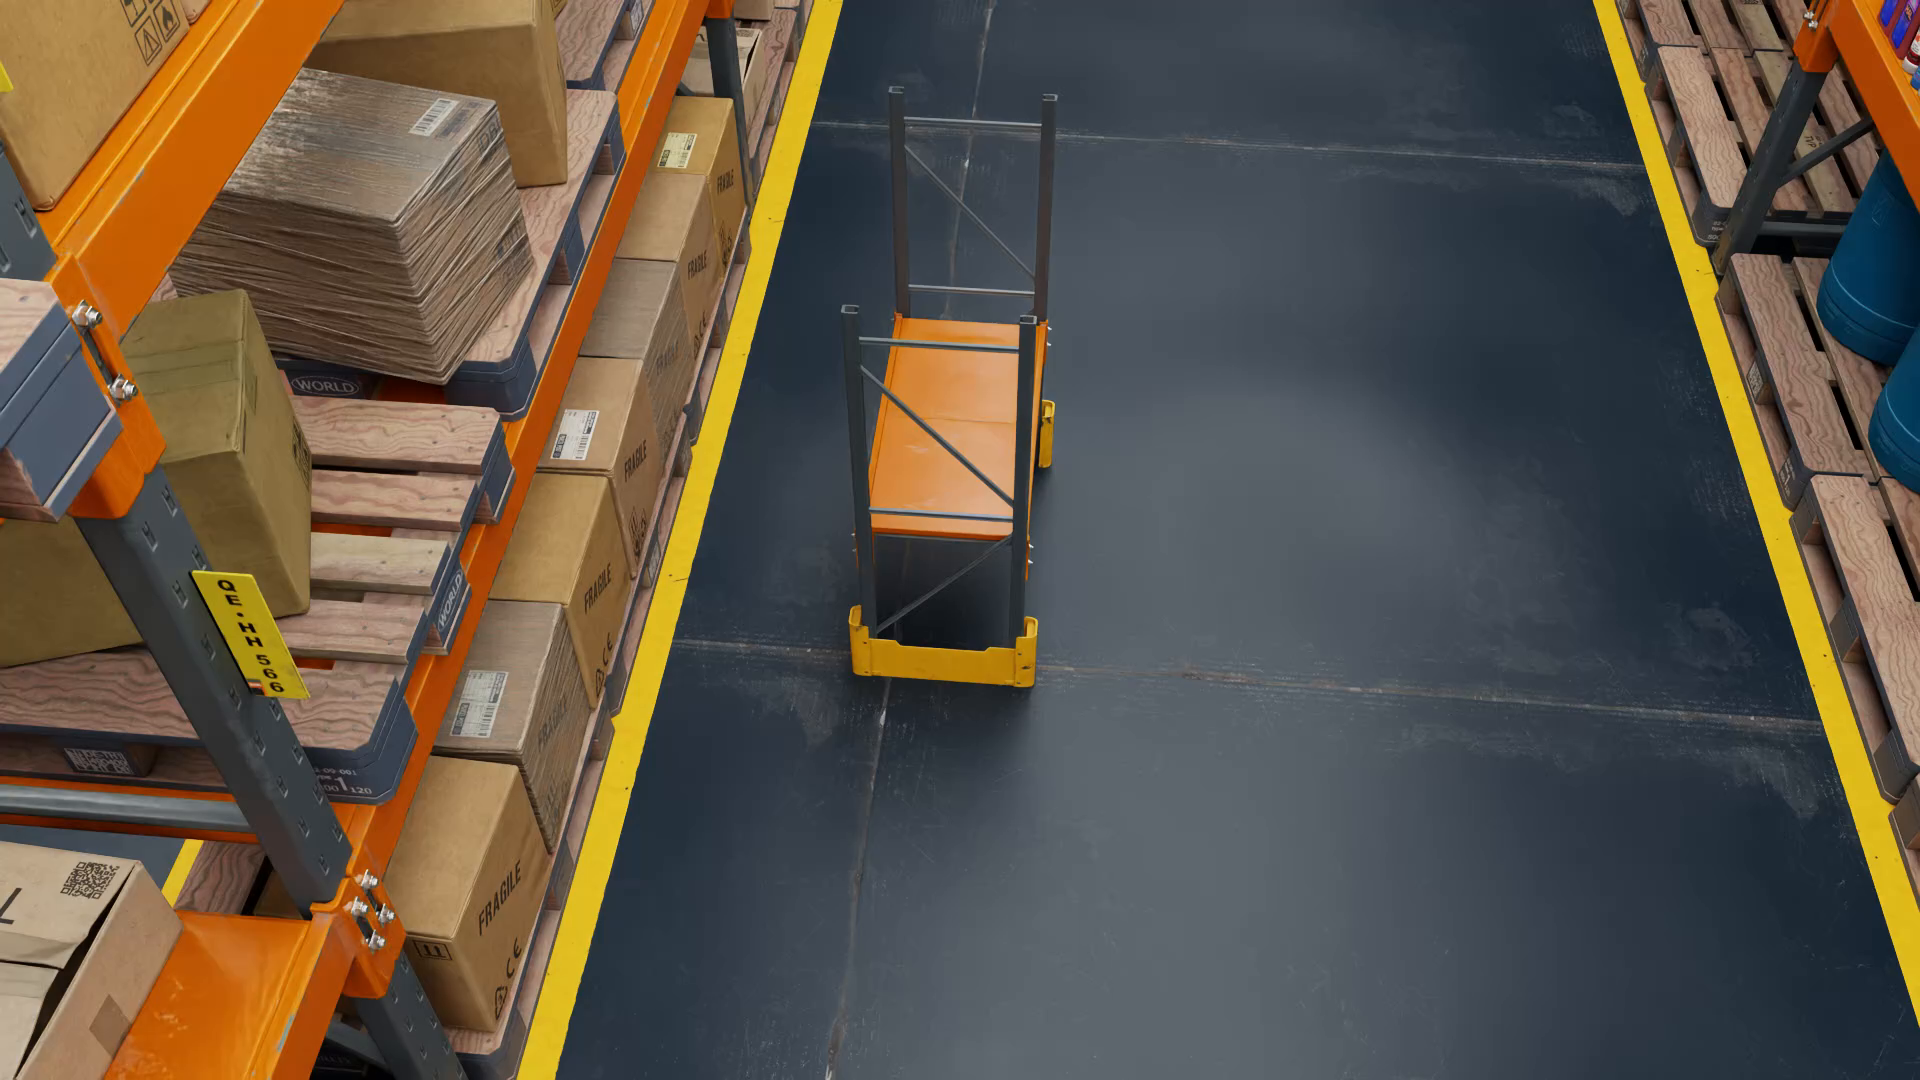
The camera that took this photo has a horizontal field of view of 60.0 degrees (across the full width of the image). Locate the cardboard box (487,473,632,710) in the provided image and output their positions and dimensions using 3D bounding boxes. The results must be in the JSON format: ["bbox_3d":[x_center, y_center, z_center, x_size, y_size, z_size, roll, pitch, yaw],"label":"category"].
[{"bbox_3d":[-1.317,0.146,4.980,0.500,0.500,0.500,3,48,3],"label":"cardboard box"}]

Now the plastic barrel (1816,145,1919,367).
[{"bbox_3d":[3.495,-1.119,5.878,0.600,0.901,0.708,4,48,4],"label":"plastic barrel"}]

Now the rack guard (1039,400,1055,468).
[{"bbox_3d":[0.038,-0.394,5.941,0.587,0.250,0.087,4,48,4],"label":"rack guard"}]

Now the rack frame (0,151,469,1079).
[{"bbox_3d":[-1.736,0.519,3.242,1.000,3.000,0.127,4,48,4],"label":"rack frame"}]

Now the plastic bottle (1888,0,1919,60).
[{"bbox_3d":[3.091,-1.706,5.357,0.061,0.283,0.133,4,48,4],"label":"plastic bottle"}]

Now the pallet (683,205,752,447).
[{"bbox_3d":[-1.408,-0.879,6.411,1.003,0.211,1.213,4,48,4],"label":"pallet"}]

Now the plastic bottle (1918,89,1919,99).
[{"bbox_3d":[3.106,-1.459,5.136,0.152,0.276,0.135,4,48,4],"label":"plastic bottle"}]

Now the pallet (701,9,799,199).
[{"bbox_3d":[-1.308,-1.983,7.421,1.003,0.211,1.213,4,48,4],"label":"pallet"}]

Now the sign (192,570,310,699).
[{"bbox_3d":[-1.183,0.163,2.783,0.100,0.325,0.005,4,48,4],"label":"sign"}]

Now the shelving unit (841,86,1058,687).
[{"bbox_3d":[-0.007,-0.450,5.145,0.587,1.500,1.083,4,48,4],"label":"shelving unit"}]

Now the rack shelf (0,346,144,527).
[{"bbox_3d":[-1.918,1.219,1.057,1.077,0.370,4.000,4,48,4],"label":"rack shelf"}]

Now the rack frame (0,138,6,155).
[{"bbox_3d":[-1.736,-1.505,1.029,1.000,3.000,0.127,4,48,4],"label":"rack frame"}]

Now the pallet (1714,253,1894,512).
[{"bbox_3d":[3.449,-0.579,6.136,1.003,0.211,1.213,4,48,4],"label":"pallet"}]

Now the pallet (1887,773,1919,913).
[{"bbox_3d":[3.227,1.214,4.496,1.003,0.211,1.213,4,48,4],"label":"pallet"}]

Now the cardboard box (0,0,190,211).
[{"bbox_3d":[-1.729,-0.850,2.394,0.910,0.500,0.500,4,48,4],"label":"cardboard box"}]

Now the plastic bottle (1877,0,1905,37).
[{"bbox_3d":[3.103,-1.804,5.446,0.061,0.283,0.133,4,48,4],"label":"plastic bottle"}]

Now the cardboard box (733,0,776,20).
[{"bbox_3d":[-1.049,-2.542,7.665,0.380,0.166,0.250,4,48,4],"label":"cardboard box"}]

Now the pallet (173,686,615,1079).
[{"bbox_3d":[-1.630,0.914,4.771,1.003,0.211,1.213,4,48,4],"label":"pallet"}]

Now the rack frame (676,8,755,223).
[{"bbox_3d":[-1.371,-2.420,5.931,1.000,3.000,0.127,4,48,4],"label":"rack frame"}]

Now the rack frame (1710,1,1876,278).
[{"bbox_3d":[3.561,-2.084,5.623,1.000,3.000,0.127,4,48,4],"label":"rack frame"}]

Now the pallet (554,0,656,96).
[{"bbox_3d":[-1.553,-1.775,5.471,1.003,0.211,1.213,4,48,4],"label":"pallet"}]

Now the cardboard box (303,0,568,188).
[{"bbox_3d":[-1.471,-1.293,4.548,0.700,0.500,0.500,-7,48,-6],"label":"cardboard box"}]

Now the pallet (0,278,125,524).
[{"bbox_3d":[-1.708,0.075,1.743,1.213,0.211,1.003,6,48,5],"label":"pallet"}]

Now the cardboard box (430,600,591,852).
[{"bbox_3d":[-1.367,0.514,4.643,0.500,0.500,0.500,2,48,2],"label":"cardboard box"}]

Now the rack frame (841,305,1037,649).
[{"bbox_3d":[-0.054,-0.070,4.798,0.500,1.500,0.032,4,48,4],"label":"rack frame"}]

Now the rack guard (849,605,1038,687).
[{"bbox_3d":[-0.052,0.338,5.272,0.587,0.250,0.087,4,48,4],"label":"rack guard"}]

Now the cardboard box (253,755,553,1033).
[{"bbox_3d":[-1.410,0.899,4.291,0.500,0.500,0.500,6,48,5],"label":"cardboard box"}]

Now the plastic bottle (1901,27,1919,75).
[{"bbox_3d":[3.099,-1.592,5.308,0.097,0.201,0.097,0,48,0],"label":"plastic bottle"}]

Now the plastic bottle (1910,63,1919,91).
[{"bbox_3d":[3.090,-1.544,5.217,0.097,0.271,0.097,0,48,0],"label":"plastic bottle"}]

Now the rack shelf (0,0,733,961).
[{"bbox_3d":[-1.553,-0.708,4.852,1.077,0.370,4.000,4,48,4],"label":"rack shelf"}]

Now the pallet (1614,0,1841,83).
[{"bbox_3d":[3.698,-2.585,7.971,1.003,0.211,1.213,4,48,4],"label":"pallet"}]

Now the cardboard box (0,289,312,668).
[{"bbox_3d":[-1.790,-0.127,3.481,0.700,0.500,0.500,-11,48,-10],"label":"cardboard box"}]

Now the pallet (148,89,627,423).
[{"bbox_3d":[-1.563,-0.845,4.620,1.003,0.211,1.213,4,48,4],"label":"pallet"}]

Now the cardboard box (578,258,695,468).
[{"bbox_3d":[-1.230,-0.612,5.673,0.500,0.500,0.500,4,48,4],"label":"cardboard box"}]

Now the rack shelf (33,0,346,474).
[{"bbox_3d":[-1.553,-1.720,3.745,1.077,0.370,4.000,4,48,4],"label":"rack shelf"}]

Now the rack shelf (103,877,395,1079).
[{"bbox_3d":[-1.918,2.232,2.164,1.077,0.370,4.000,4,48,4],"label":"rack shelf"}]

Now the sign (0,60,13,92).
[{"bbox_3d":[-1.184,-0.651,1.876,0.100,0.325,0.005,4,48,4],"label":"sign"}]

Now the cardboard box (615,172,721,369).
[{"bbox_3d":[-1.184,-0.980,6.010,0.500,0.500,0.500,4,48,4],"label":"cardboard box"}]

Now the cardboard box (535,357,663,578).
[{"bbox_3d":[-1.274,-0.238,5.331,0.500,0.500,0.500,2,48,2],"label":"cardboard box"}]

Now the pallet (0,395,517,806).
[{"bbox_3d":[-1.744,0.081,3.773,1.213,0.211,1.003,4,48,4],"label":"pallet"}]

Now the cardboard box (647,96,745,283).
[{"bbox_3d":[-1.131,-1.343,6.341,0.500,0.500,0.500,4,48,3],"label":"cardboard box"}]

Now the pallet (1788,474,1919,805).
[{"bbox_3d":[3.341,0.320,5.314,1.003,0.211,1.213,4,48,4],"label":"pallet"}]

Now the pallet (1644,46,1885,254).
[{"bbox_3d":[3.590,-1.686,7.149,1.003,0.211,1.213,4,48,4],"label":"pallet"}]

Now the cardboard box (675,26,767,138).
[{"bbox_3d":[-1.117,-1.955,7.029,0.500,0.311,0.500,4,48,4],"label":"cardboard box"}]

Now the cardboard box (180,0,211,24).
[{"bbox_3d":[-1.683,-1.224,2.737,0.910,0.500,0.500,4,48,4],"label":"cardboard box"}]

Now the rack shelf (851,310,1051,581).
[{"bbox_3d":[-0.008,-0.322,5.272,0.538,0.185,1.000,4,48,4],"label":"rack shelf"}]

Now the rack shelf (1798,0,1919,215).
[{"bbox_3d":[3.379,-0.372,4.545,1.077,0.370,4.000,4,48,4],"label":"rack shelf"}]

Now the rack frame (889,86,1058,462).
[{"bbox_3d":[0.039,-0.817,5.481,0.500,1.500,0.032,4,48,4],"label":"rack frame"}]

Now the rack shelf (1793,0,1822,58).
[{"bbox_3d":[3.744,-3.311,7.233,1.077,0.370,4.000,4,48,4],"label":"rack shelf"}]

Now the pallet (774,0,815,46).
[{"bbox_3d":[-1.199,-2.882,8.243,1.003,0.211,1.213,4,48,4],"label":"pallet"}]

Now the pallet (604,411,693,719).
[{"bbox_3d":[-1.516,0.020,5.588,1.003,0.211,1.213,4,48,4],"label":"pallet"}]

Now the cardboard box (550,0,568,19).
[{"bbox_3d":[-1.637,-1.753,4.968,0.700,0.500,0.500,11,48,10],"label":"cardboard box"}]

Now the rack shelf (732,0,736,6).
[{"bbox_3d":[-1.189,-3.647,7.540,1.077,0.370,4.000,4,48,4],"label":"rack shelf"}]

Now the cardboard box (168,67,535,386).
[{"bbox_3d":[-1.517,-0.786,4.084,0.700,0.500,0.500,12,49,11],"label":"cardboard box"}]

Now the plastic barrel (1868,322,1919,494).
[{"bbox_3d":[3.430,-0.599,5.402,0.600,0.901,0.708,4,48,4],"label":"plastic barrel"}]

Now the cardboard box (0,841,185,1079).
[{"bbox_3d":[-1.812,0.814,3.033,0.500,0.311,0.500,7,48,6],"label":"cardboard box"}]
